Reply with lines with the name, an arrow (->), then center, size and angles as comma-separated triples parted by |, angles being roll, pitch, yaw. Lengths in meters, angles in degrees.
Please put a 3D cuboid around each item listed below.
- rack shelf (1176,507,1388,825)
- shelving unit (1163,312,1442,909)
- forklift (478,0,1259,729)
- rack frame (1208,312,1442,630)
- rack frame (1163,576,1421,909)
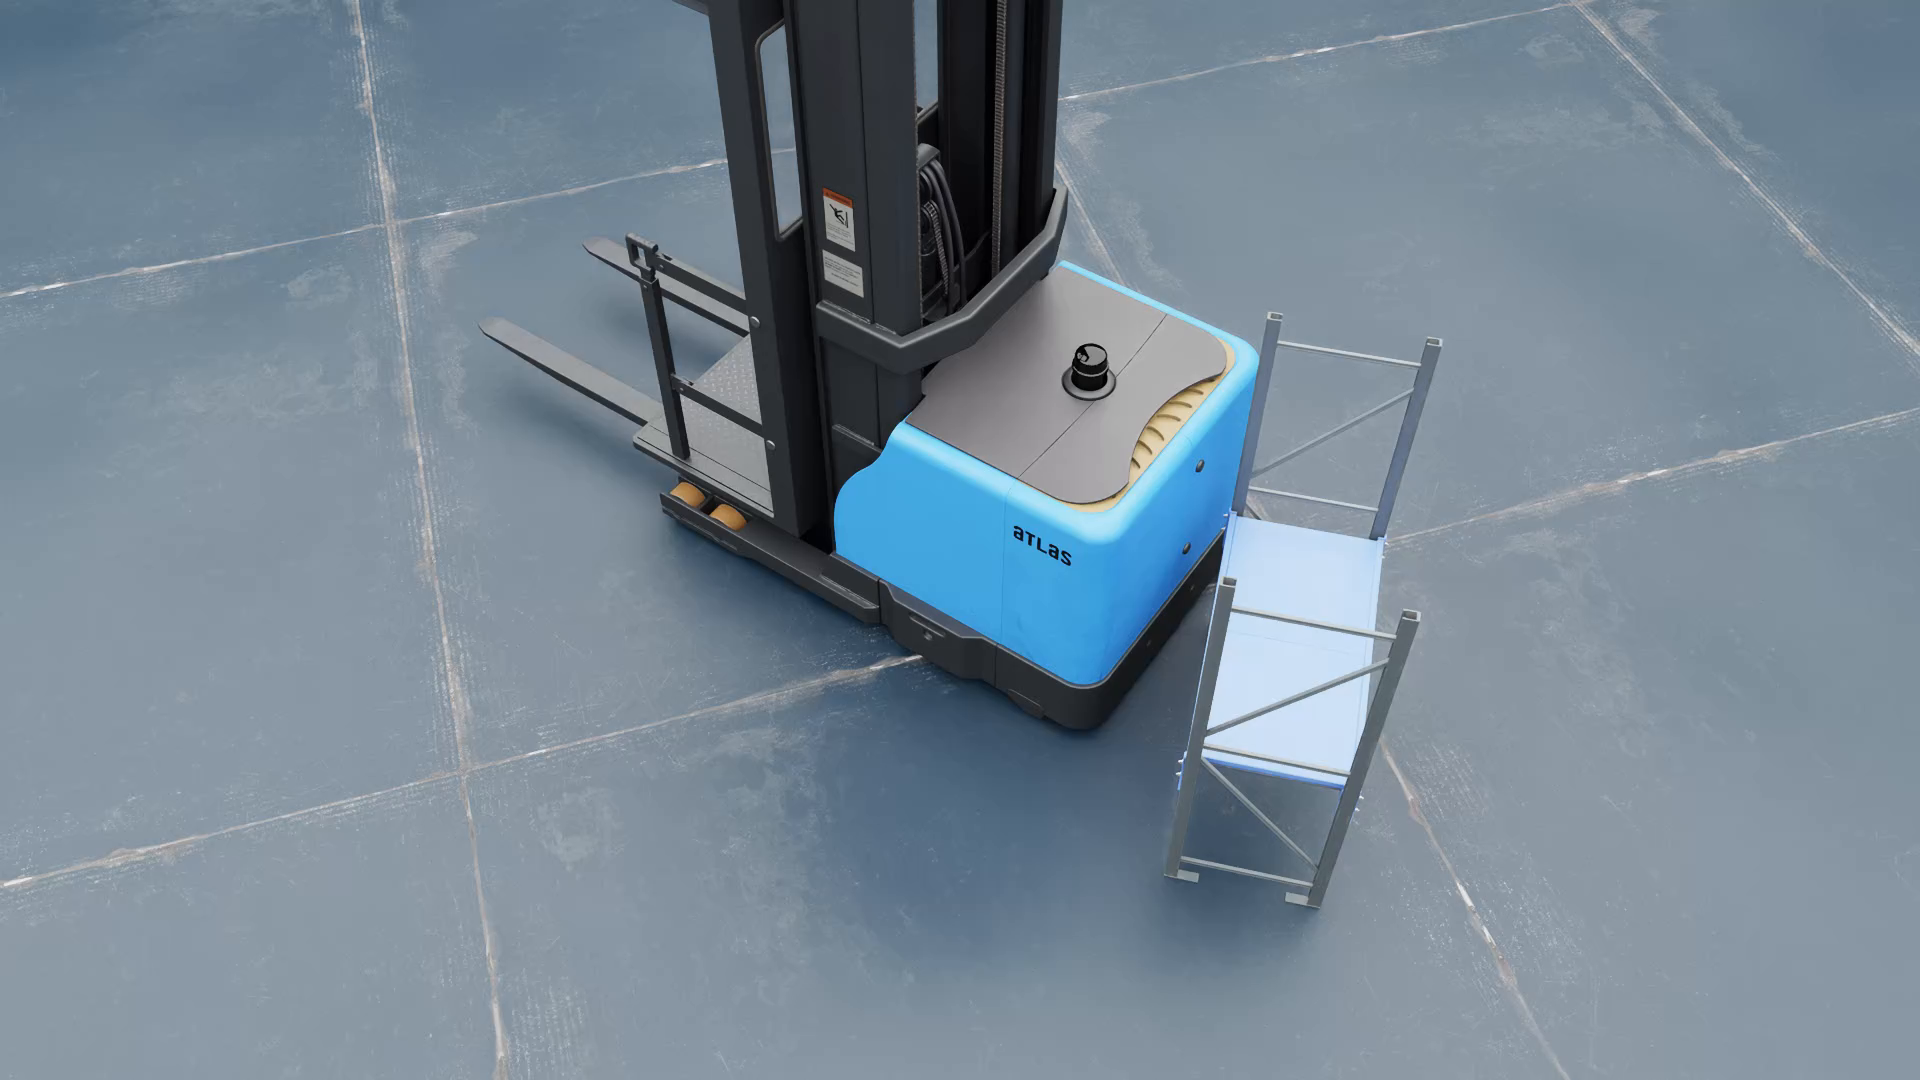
rack shelf -> 1.019, 0.367, 5.195 | 0.538, 0.185, 1.000 | 10, 51, 9
shelving unit -> 1.019, 0.251, 5.057 | 0.538, 1.500, 1.048 | 10, 51, 9
forklift -> -0.511, -1.217, 5.359 | 3.031, 2.935, 1.130 | 28, 55, 22
rack frame -> 1.139, -0.126, 5.376 | 0.500, 1.500, 0.032 | 10, 51, 9
rack frame -> 0.900, 0.629, 4.739 | 0.500, 1.500, 0.032 | 10, 51, 9
